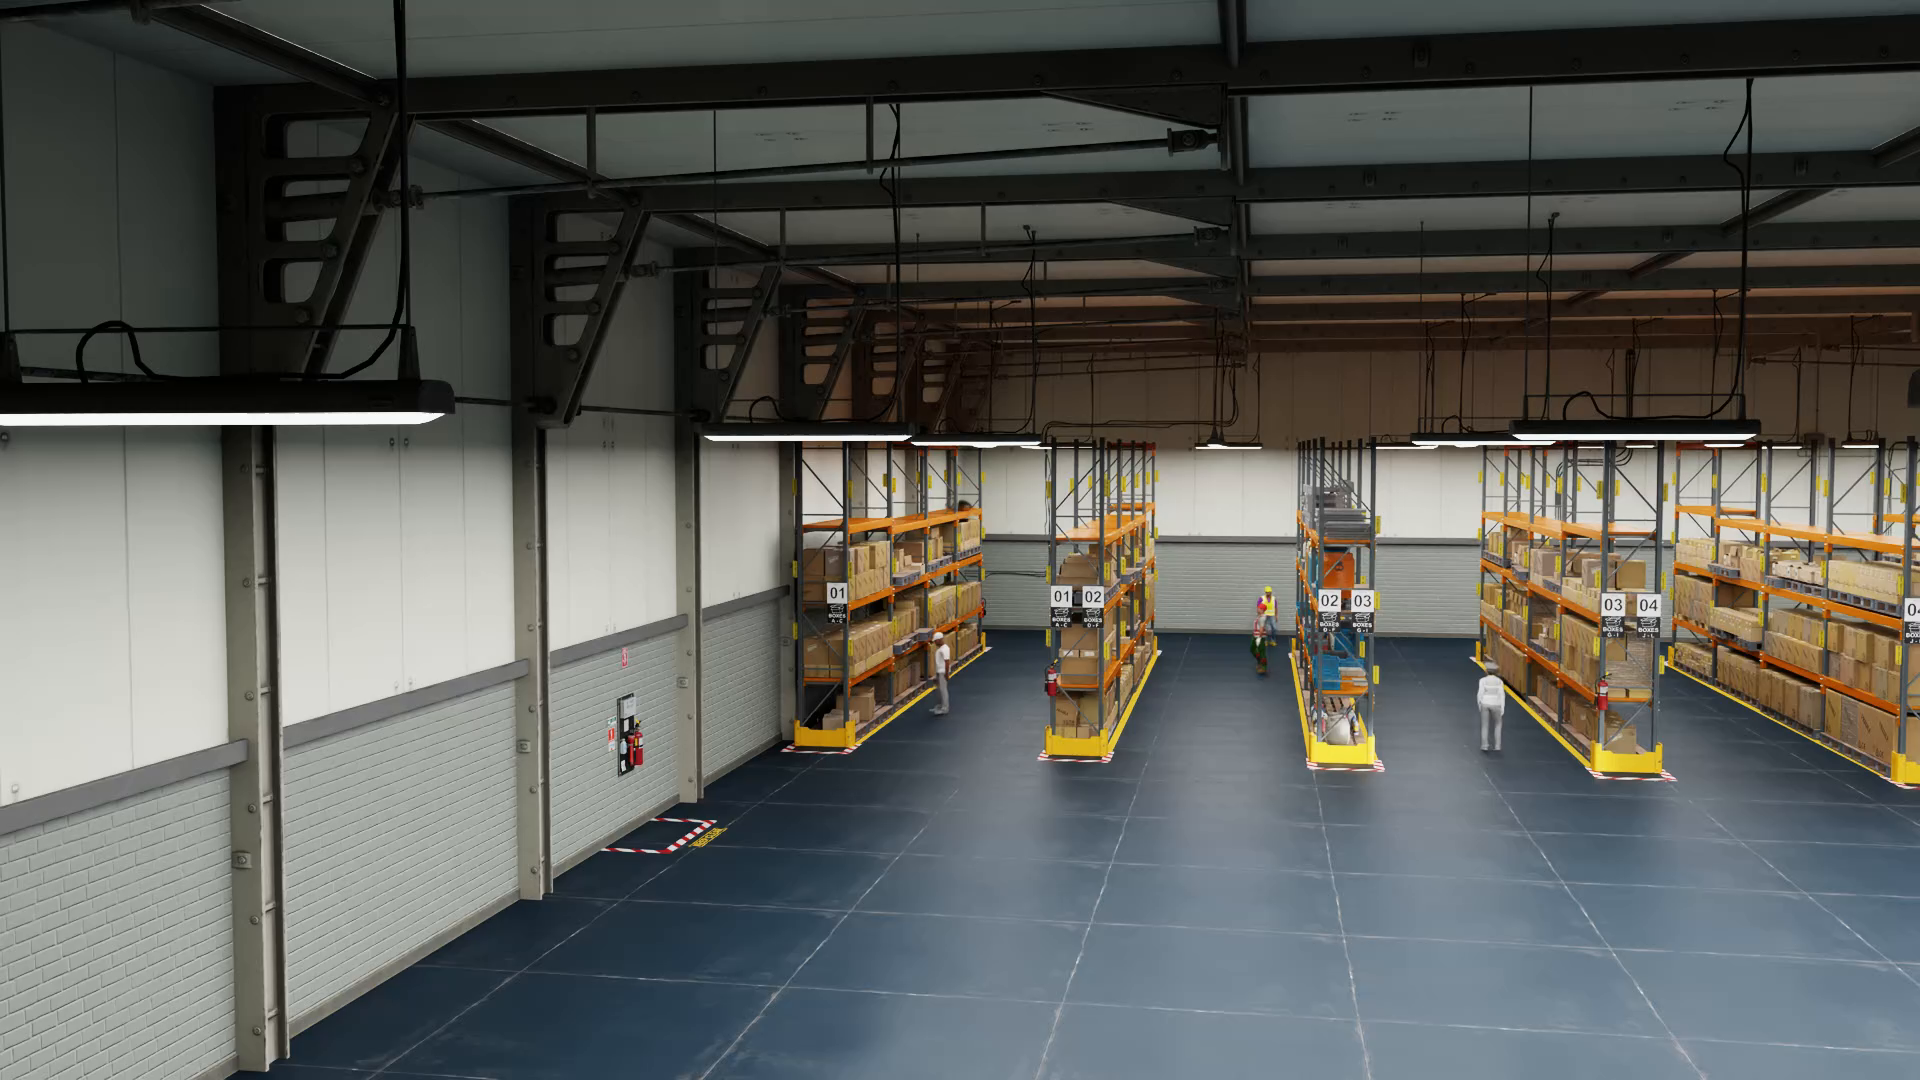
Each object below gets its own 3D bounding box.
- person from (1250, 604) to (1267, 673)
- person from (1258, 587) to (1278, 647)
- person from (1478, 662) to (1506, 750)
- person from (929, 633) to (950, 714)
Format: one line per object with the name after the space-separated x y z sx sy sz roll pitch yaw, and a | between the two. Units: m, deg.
7.781 2.534 43.174 0.403 1.785 0.684 0 3 -7 | person
9.068 2.260 48.965 0.598 1.776 0.434 0 3 1 | person
10.184 3.216 31.861 0.530 1.749 0.543 2 4 34 | person
-0.448 2.906 36.438 0.431 1.762 0.624 -1 3 -14 | person
